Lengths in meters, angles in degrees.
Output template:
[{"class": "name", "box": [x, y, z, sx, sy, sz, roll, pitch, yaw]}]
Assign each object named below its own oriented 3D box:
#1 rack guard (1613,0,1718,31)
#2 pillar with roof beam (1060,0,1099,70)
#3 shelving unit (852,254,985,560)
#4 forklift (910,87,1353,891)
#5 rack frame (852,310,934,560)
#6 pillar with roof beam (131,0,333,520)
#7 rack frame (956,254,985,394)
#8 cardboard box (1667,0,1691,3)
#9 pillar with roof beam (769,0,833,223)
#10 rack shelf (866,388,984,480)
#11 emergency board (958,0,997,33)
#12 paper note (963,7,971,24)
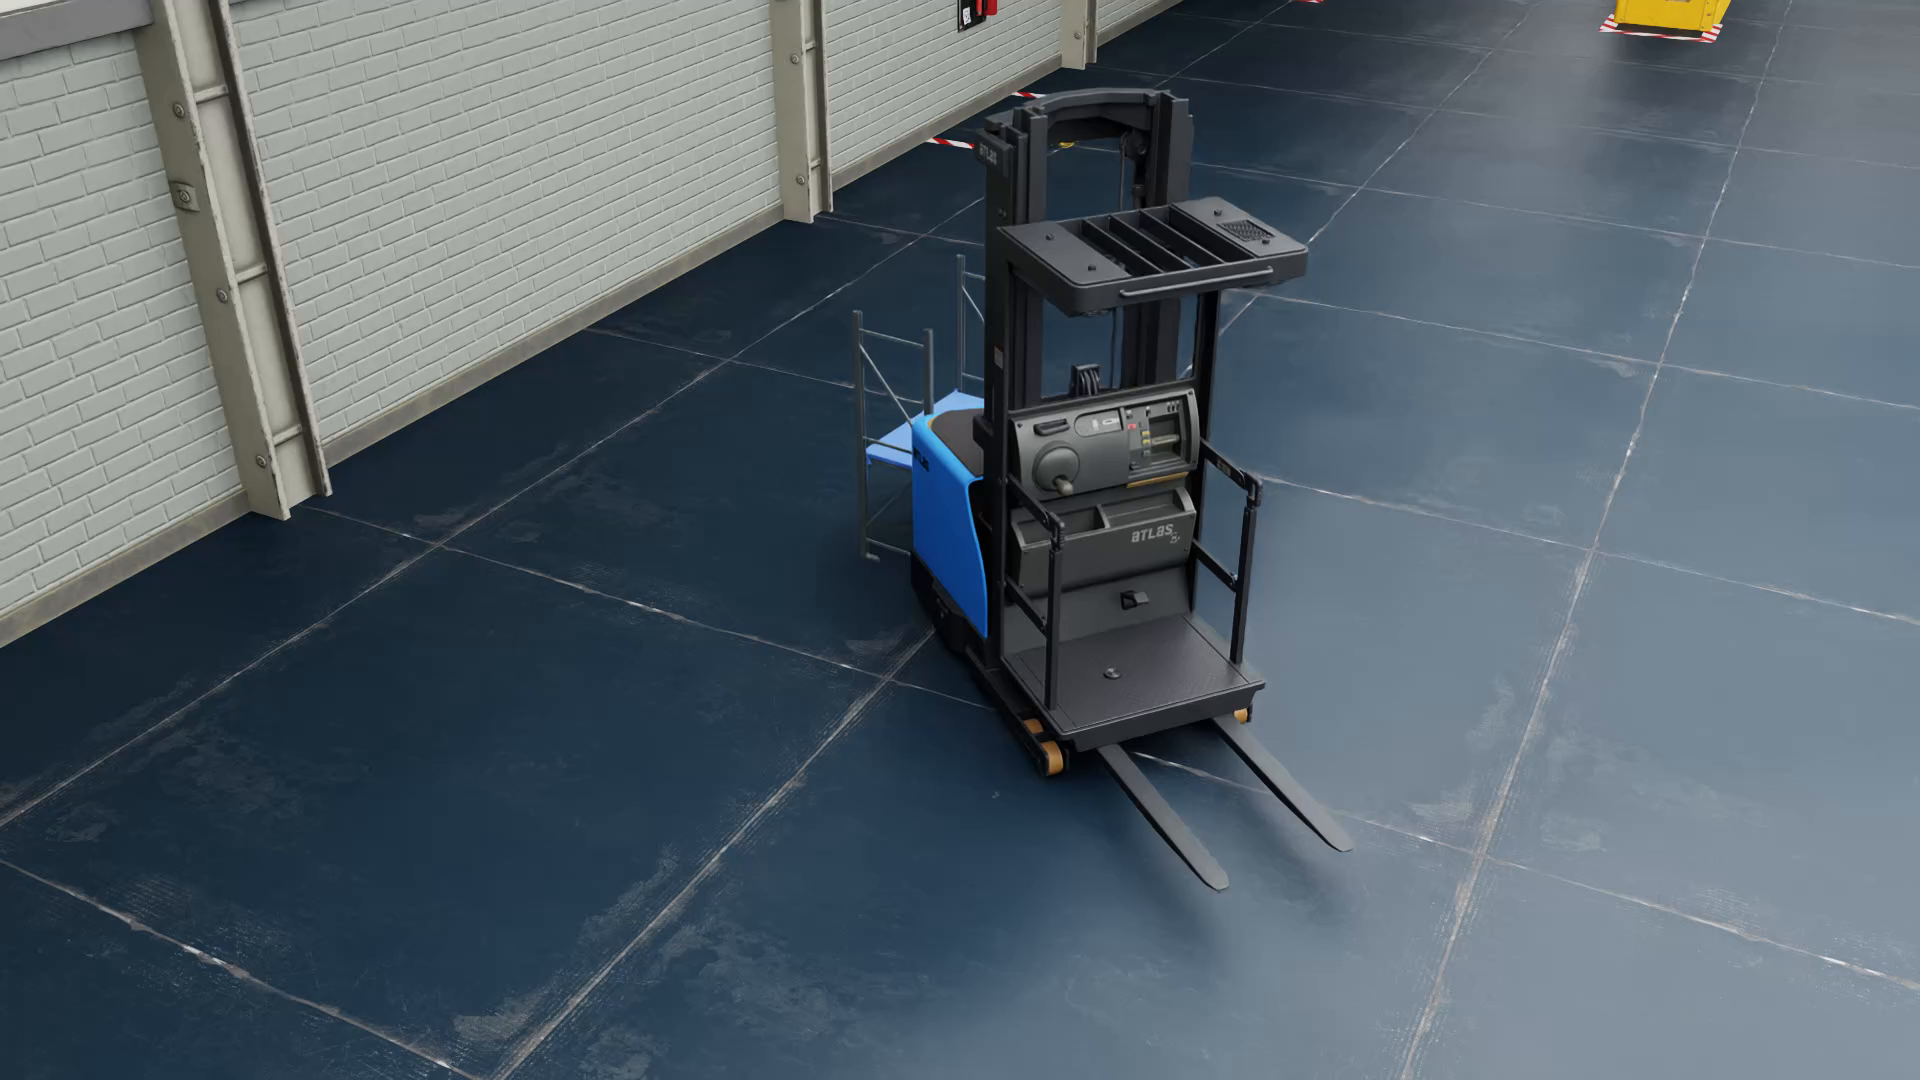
[{"class": "rack guard", "box": [8.959, -6.796, 21.082, 1.175, 0.500, 0.348, 14, 33, 23]}, {"class": "pillar with roof beam", "box": [5.207, -8.484, 15.487, 9.100, 9.000, 0.400, 14, 33, 23]}, {"class": "shelving unit", "box": [-0.082, -0.716, 9.491, 0.538, 1.500, 1.048, 18, 34, 28]}, {"class": "forklift", "box": [0.769, -0.403, 7.508, 1.130, 2.935, 3.031, -12, 32, -20]}, {"class": "rack frame", "box": [-0.358, -0.504, 9.121, 0.500, 1.500, 0.032, 18, 34, 28]}, {"class": "pillar with roof beam", "box": [-0.260, -3.164, 6.224, 9.100, 9.000, 0.400, 14, 33, 23]}, {"class": "rack frame", "box": [0.195, -0.929, 9.861, 0.500, 1.500, 0.032, 18, 34, 28]}, {"class": "cardboard box", "box": [9.413, -7.067, 21.384, 0.500, 0.250, 0.500, 14, 33, 23]}, {"class": "pillar with roof beam", "box": [2.473, -5.824, 10.856, 9.100, 9.000, 0.400, 14, 33, 23]}, {"class": "rack shelf", "box": [-0.082, -0.560, 9.580, 0.538, 0.185, 1.000, 18, 34, 28]}, {"class": "emergency board", "box": [0.215, -5.772, 16.789, 0.194, 1.169, 0.643, 14, 33, 23]}, {"class": "paper note", "box": [0.072, -5.327, 16.899, 0.016, 0.148, 0.142, 14, 33, 23]}]
